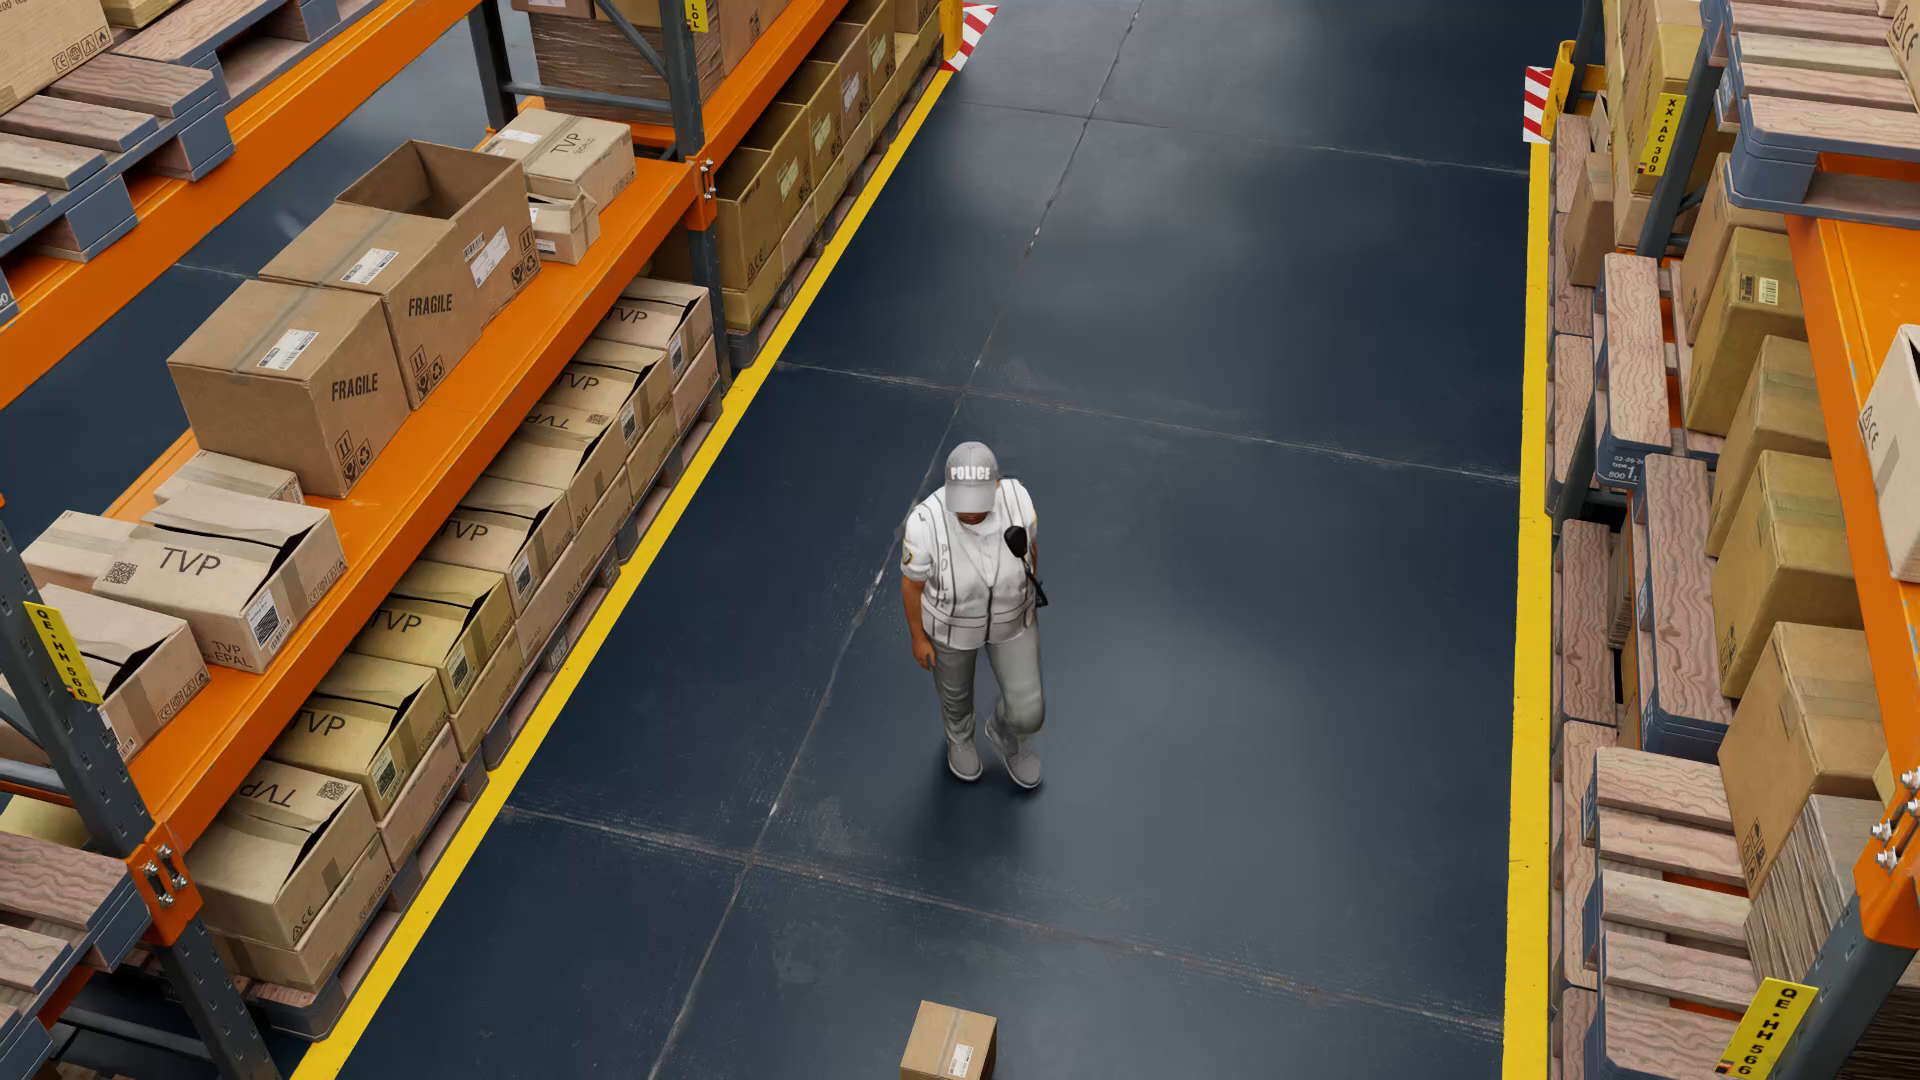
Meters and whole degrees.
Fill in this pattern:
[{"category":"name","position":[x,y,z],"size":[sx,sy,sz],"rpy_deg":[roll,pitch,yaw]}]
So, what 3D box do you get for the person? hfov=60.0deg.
[{"category":"person","position":[0.050,0.280,5.821],"size":[0.512,1.655,0.515],"rpy_deg":[-7,42,-8]}]
